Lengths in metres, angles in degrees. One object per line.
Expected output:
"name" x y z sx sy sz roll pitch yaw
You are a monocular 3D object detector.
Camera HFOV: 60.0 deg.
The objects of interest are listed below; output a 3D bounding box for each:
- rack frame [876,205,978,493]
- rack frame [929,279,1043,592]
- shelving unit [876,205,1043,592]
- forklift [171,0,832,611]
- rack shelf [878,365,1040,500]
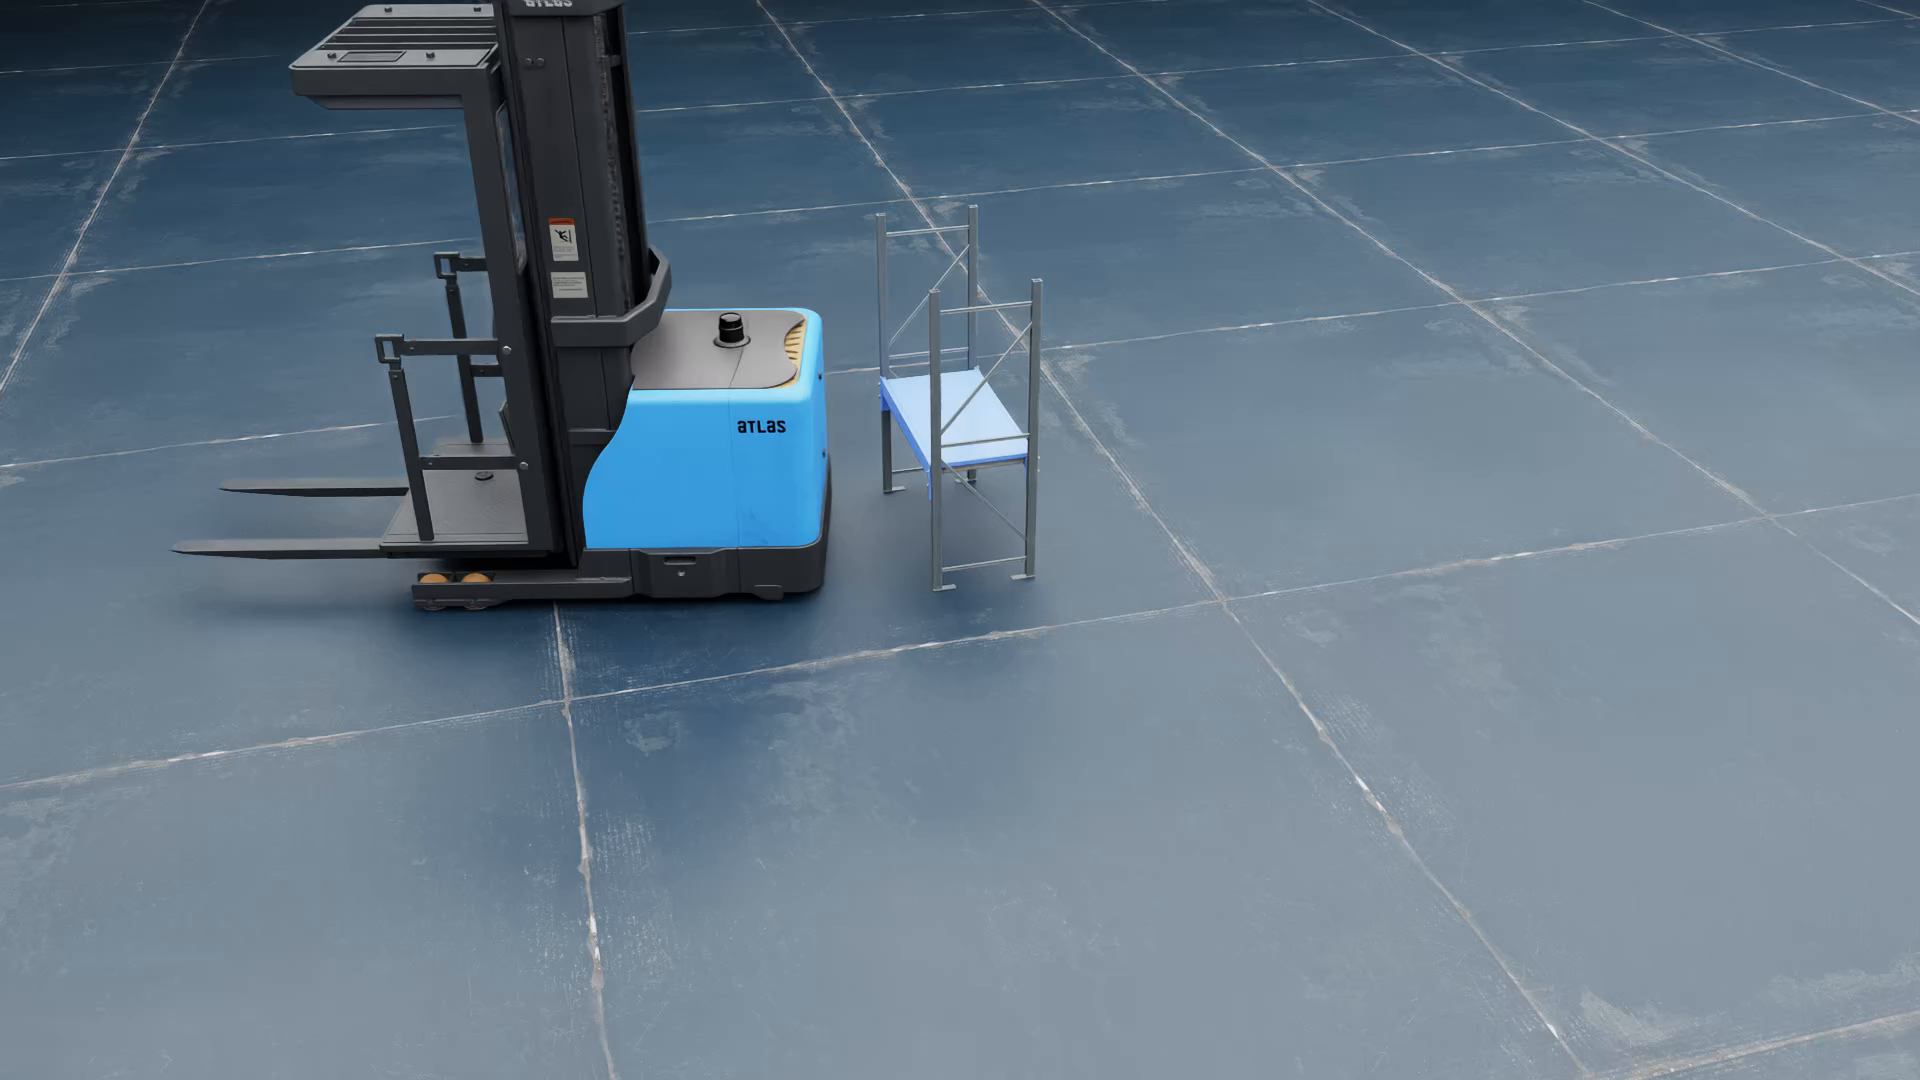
"rack frame" -0.158 -0.936 8.370 0.500 1.500 0.032 -8 31 -13
"rack frame" 0.112 -0.445 7.521 0.500 1.500 0.032 -8 31 -13
"shelving unit" -0.023 -0.690 7.945 0.538 1.500 1.048 -8 31 -13
"forklift" -2.161 -1.211 7.417 3.031 2.935 1.130 -1 30 -1
"rack shelf" -0.023 -0.535 8.036 0.538 0.185 1.000 -8 31 -13
